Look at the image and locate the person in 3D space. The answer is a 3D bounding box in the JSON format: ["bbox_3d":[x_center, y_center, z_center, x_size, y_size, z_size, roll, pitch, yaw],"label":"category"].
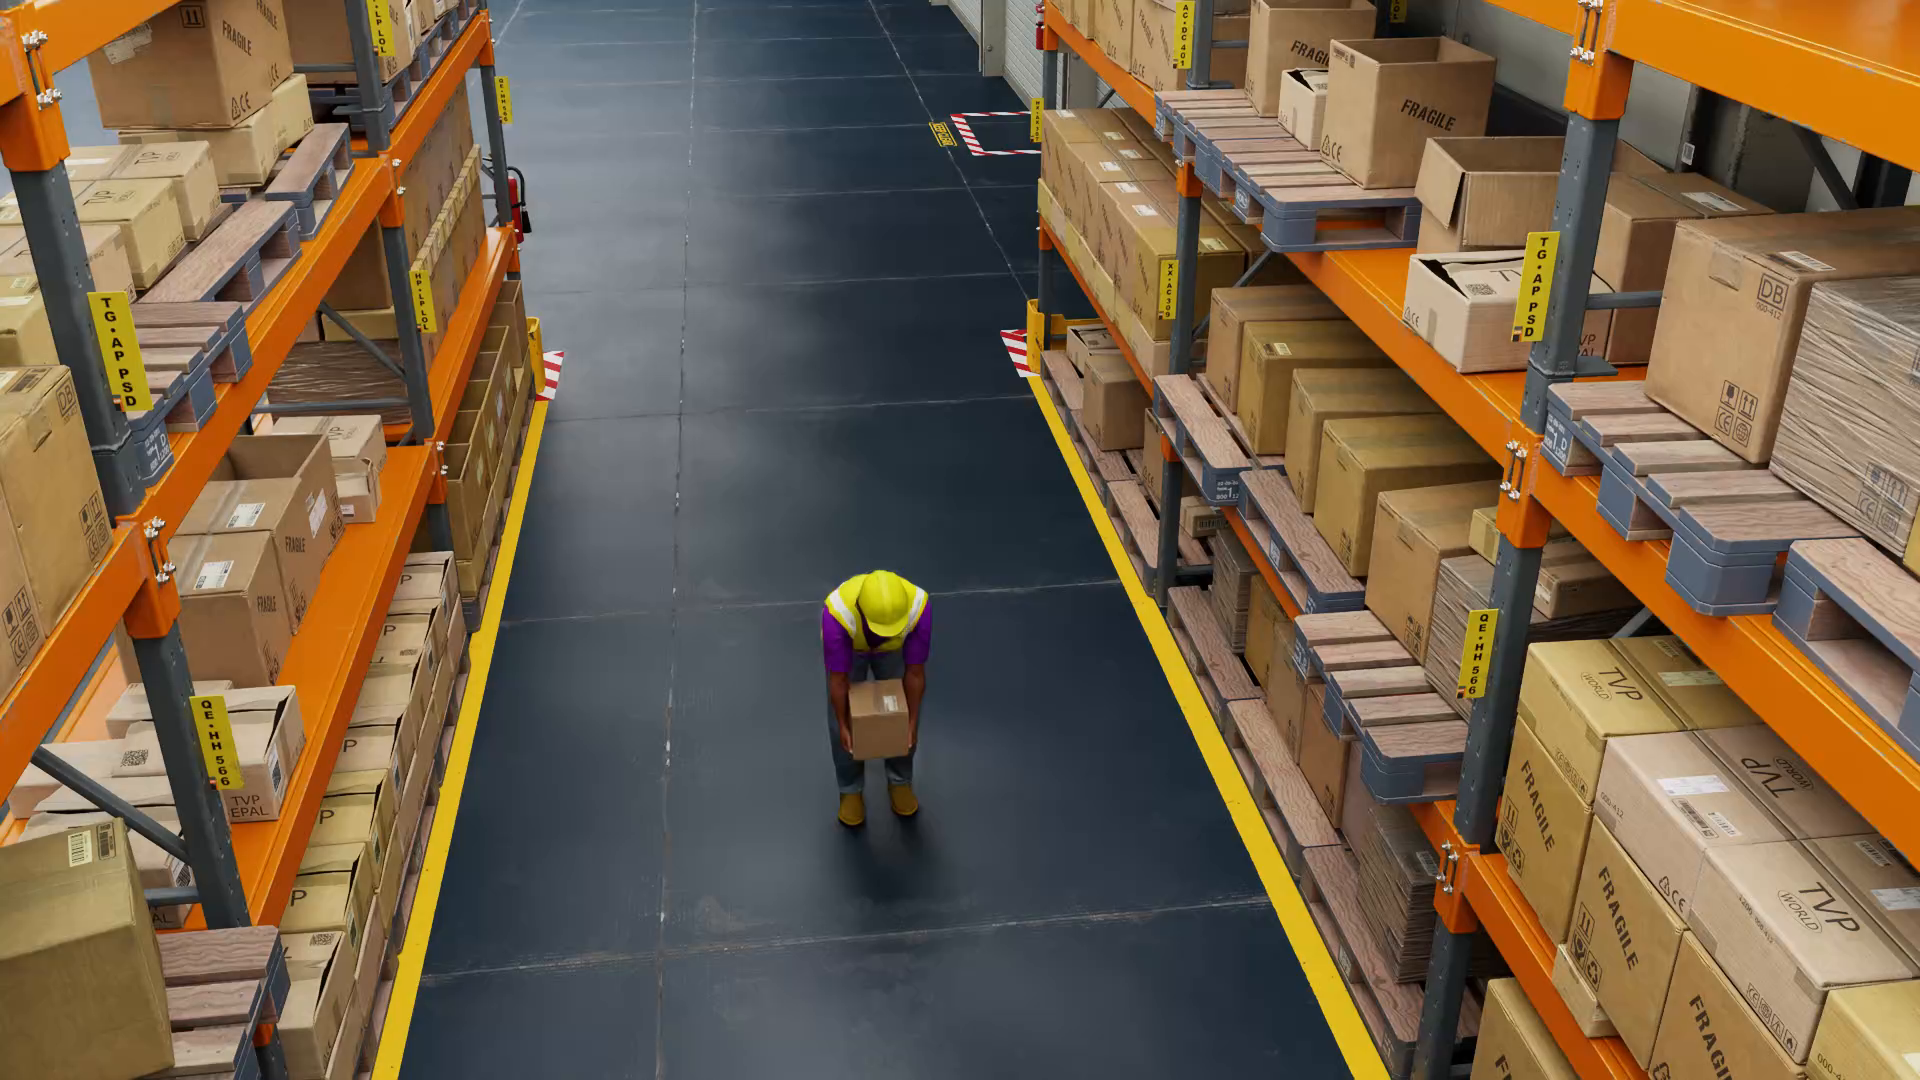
[{"bbox_3d":[-0.373,0.674,7.561,0.488,1.497,0.832,-4,27,-8],"label":"person"}]
